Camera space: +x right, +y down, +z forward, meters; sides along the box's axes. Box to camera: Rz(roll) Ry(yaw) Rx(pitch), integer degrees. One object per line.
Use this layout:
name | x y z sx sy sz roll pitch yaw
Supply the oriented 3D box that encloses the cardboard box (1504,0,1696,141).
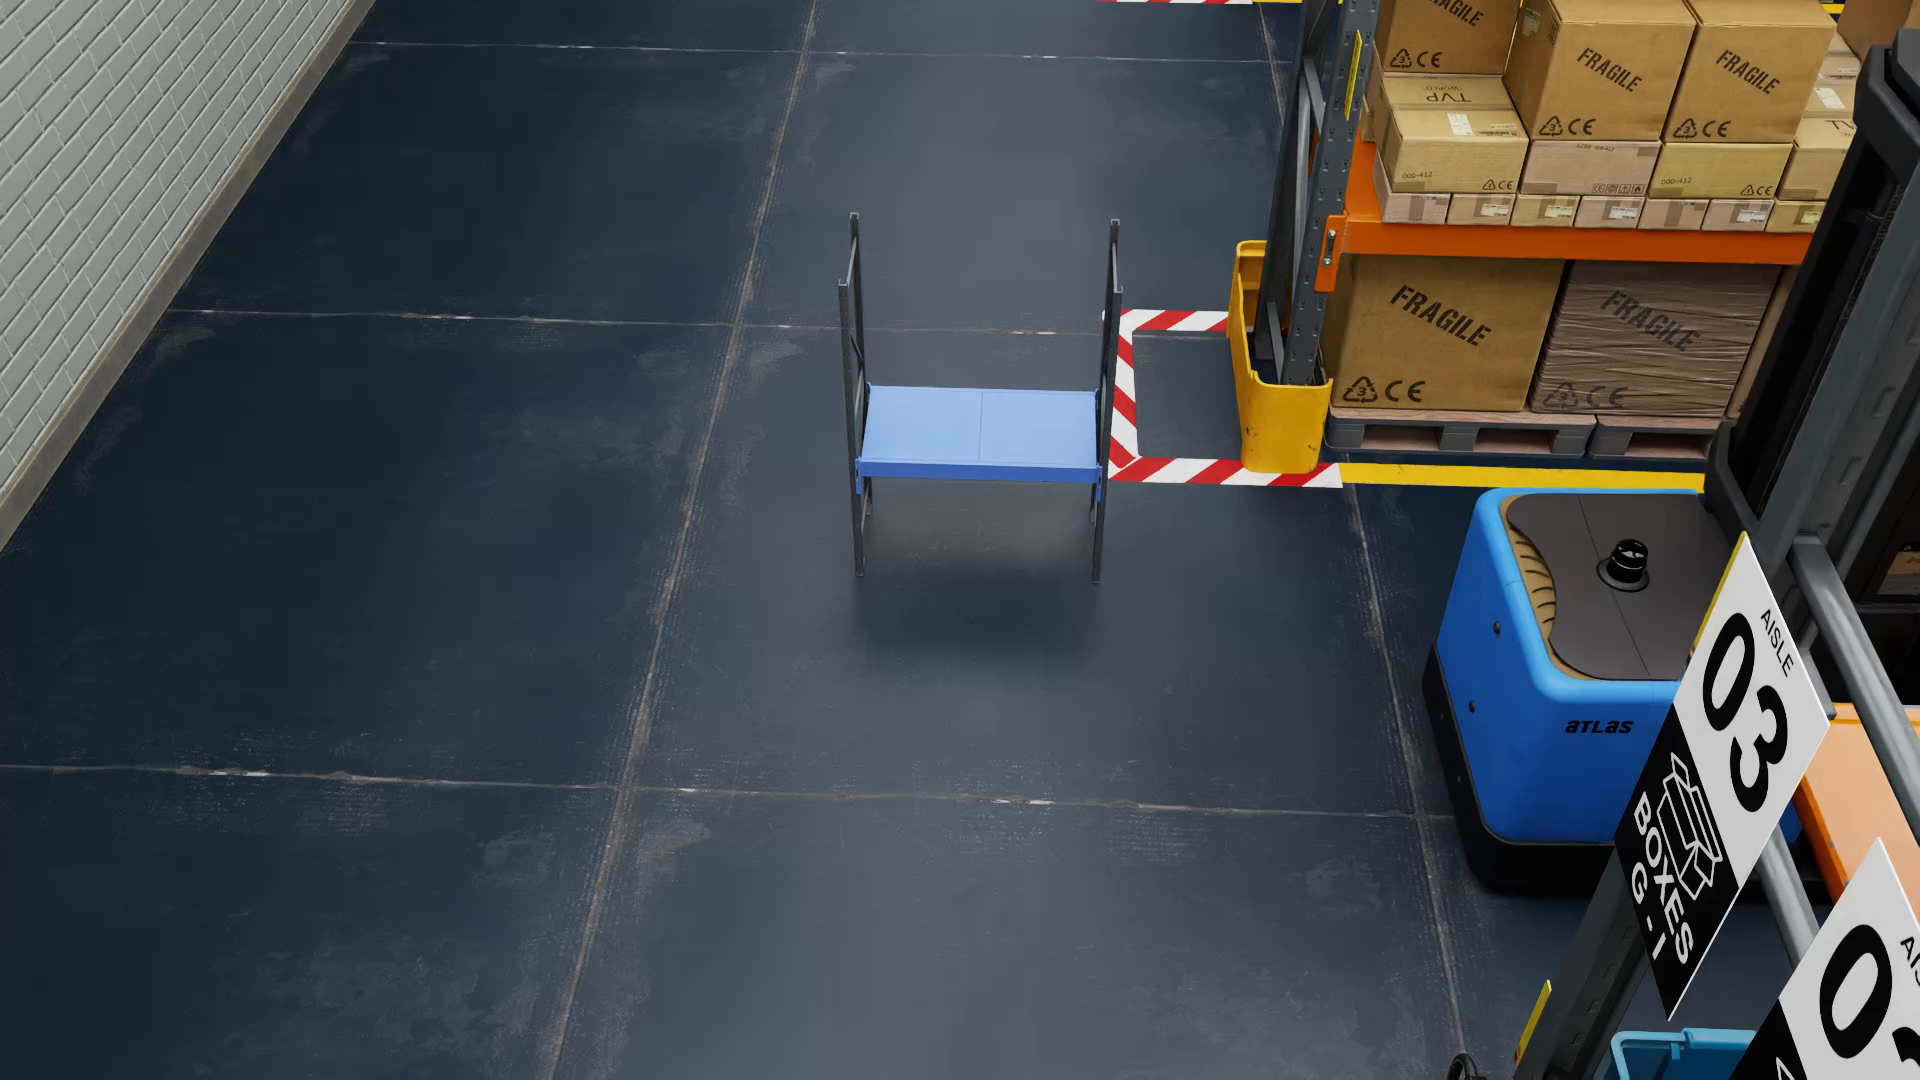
cardboard box | 2.495 -1.916 6.534 0.500 0.500 0.500 1 43 1

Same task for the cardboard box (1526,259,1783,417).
cardboard box | 3.080 -1.185 7.658 0.875 0.875 0.875 2 43 2

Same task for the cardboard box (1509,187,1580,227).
cardboard box | 2.380 -1.460 6.886 0.250 0.149 0.380 1 43 1

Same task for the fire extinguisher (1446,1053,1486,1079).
fire extinguisher | 1.175 1.421 3.939 0.183 0.674 0.296 2 43 2

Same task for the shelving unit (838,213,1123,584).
shelving unit | 0.085 -0.546 6.821 1.048 1.500 0.538 2 43 2

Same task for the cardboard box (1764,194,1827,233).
cardboard box | 3.404 -1.428 6.852 0.250 0.149 0.380 1 43 1

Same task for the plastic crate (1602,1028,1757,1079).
plastic crate | 1.648 1.419 3.542 0.499 0.435 0.616 2 43 2

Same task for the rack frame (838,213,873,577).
rack frame | -0.423 -0.562 6.838 0.032 1.500 0.500 2 43 2

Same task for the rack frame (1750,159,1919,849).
rack frame | 1.305 -0.624 1.404 0.127 3.000 1.000 2 43 2

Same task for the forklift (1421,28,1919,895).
forklift | 3.344 -0.140 5.335 3.031 2.935 1.130 0 43 0

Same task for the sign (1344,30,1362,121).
sign | 1.497 -1.770 6.342 0.005 0.325 0.100 2 43 2

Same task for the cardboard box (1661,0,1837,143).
cardboard box | 3.013 -1.905 6.521 0.500 0.500 0.500 1 43 1

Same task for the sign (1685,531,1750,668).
sign | 1.313 0.136 2.865 0.005 0.325 0.100 2 43 2

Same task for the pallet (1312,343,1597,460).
pallet | 2.330 -0.810 8.051 1.213 0.211 1.003 2 43 2

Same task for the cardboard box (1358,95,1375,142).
cardboard box | 1.899 -1.923 7.384 0.250 0.149 0.380 3 43 3

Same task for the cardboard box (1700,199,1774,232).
cardboard box | 3.152 -1.437 6.861 0.250 0.149 0.380 1 43 1

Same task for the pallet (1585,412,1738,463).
pallet | 3.546 -0.771 8.008 1.213 0.211 1.003 2 43 2

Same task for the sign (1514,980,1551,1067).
sign | 1.313 1.136 3.796 0.005 0.325 0.100 2 43 2

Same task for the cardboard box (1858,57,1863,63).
cardboard box | 4.052 -1.957 7.127 0.500 0.250 0.500 3 43 3

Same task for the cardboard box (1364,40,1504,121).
cardboard box | 2.024 -2.022 7.197 0.500 0.250 0.500 1 43 1

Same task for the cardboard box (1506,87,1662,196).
cardboard box | 2.515 -1.646 6.793 0.500 0.250 0.500 1 43 1

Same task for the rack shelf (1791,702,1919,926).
rack shelf | 3.303 0.798 2.606 4.000 0.370 1.077 2 43 2

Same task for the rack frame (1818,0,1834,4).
rack frame | 5.848 -5.054 10.560 0.127 3.000 1.000 2 43 2

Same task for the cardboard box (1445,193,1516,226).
cardboard box | 2.124 -1.468 6.894 0.250 0.149 0.380 1 43 1

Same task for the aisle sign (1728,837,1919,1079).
aisle sign | 1.220 0.819 2.348 0.004 0.787 0.394 2 43 2

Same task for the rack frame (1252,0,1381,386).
rack frame | 1.528 -1.802 7.069 0.127 3.000 1.000 2 43 2

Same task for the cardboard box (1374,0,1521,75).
cardboard box | 2.026 -2.294 6.939 0.500 0.500 0.500 2 43 2

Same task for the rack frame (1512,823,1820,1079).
rack frame | 1.305 1.571 3.449 0.127 3.000 1.000 2 43 2

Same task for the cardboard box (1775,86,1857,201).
cardboard box | 3.538 -1.616 6.761 0.500 0.250 0.500 1 43 1

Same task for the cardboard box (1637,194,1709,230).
cardboard box | 2.894 -1.444 6.869 0.250 0.149 0.380 1 43 1

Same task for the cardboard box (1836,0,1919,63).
cardboard box | 4.045 -2.230 6.870 0.500 0.500 0.500 1 43 1

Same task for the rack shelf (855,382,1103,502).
rack shelf | 0.085 -0.415 6.944 1.000 0.185 0.538 2 43 2

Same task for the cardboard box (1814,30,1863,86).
cardboard box | 3.560 -1.977 7.149 0.500 0.250 0.500 2 43 2

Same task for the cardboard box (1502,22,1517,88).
cardboard box | 2.531 -2.006 7.180 0.500 0.250 0.500 1 43 1

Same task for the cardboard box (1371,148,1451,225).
cardboard box | 1.868 -1.475 6.902 0.250 0.149 0.380 2 43 2

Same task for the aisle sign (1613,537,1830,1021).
aisle sign | 1.246 0.418 2.779 0.004 0.787 0.394 2 43 2

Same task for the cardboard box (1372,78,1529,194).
cardboard box | 1.995 -1.657 6.806 0.500 0.250 0.500 1 43 1

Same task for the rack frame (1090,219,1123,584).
rack frame | 0.593 -0.531 6.805 0.032 1.500 0.500 2 43 2

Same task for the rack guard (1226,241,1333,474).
rack guard | 1.504 -0.888 7.922 0.348 0.500 1.175 2 43 2

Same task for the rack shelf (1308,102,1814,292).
rack shelf | 3.526 -1.477 7.248 4.000 0.370 1.077 2 43 2

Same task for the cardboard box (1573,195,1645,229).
cardboard box | 2.640 -1.453 6.879 0.250 0.149 0.380 1 43 1

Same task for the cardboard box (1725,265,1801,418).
cardboard box | 3.969 -1.158 7.628 0.875 0.875 0.875 2 43 2

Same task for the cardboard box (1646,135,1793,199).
cardboard box | 3.017 -1.628 6.774 0.500 0.250 0.500 0 43 0

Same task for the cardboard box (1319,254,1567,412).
cardboard box | 2.171 -1.213 7.688 0.875 0.875 0.875 2 43 2
